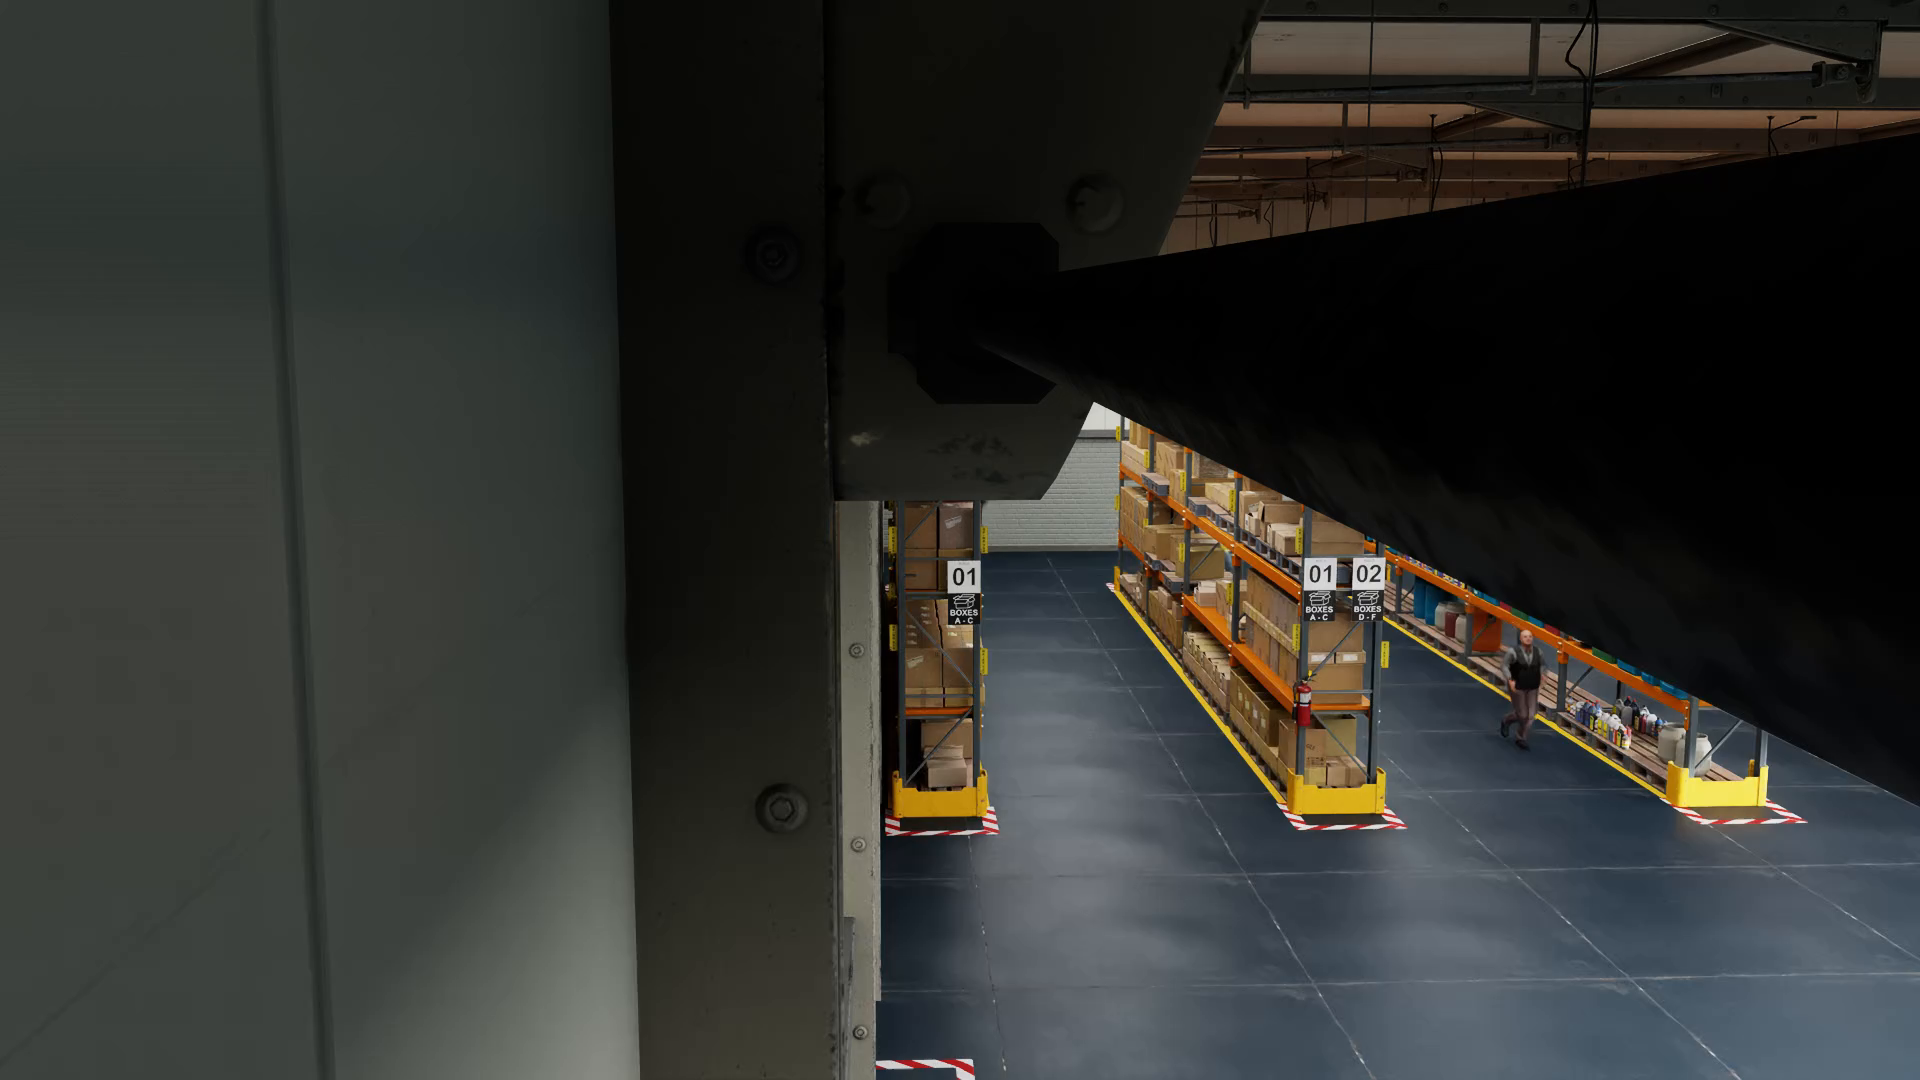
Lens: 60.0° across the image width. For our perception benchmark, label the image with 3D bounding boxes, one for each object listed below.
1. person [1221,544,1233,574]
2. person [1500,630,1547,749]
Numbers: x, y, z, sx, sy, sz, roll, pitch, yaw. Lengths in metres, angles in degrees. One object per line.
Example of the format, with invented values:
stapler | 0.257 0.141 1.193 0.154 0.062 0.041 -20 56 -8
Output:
person | 5.827 0.263 36.200 0.763 1.733 0.828 -4 9 -23
person | 8.036 2.112 23.668 0.656 1.692 0.627 -1 8 -4
